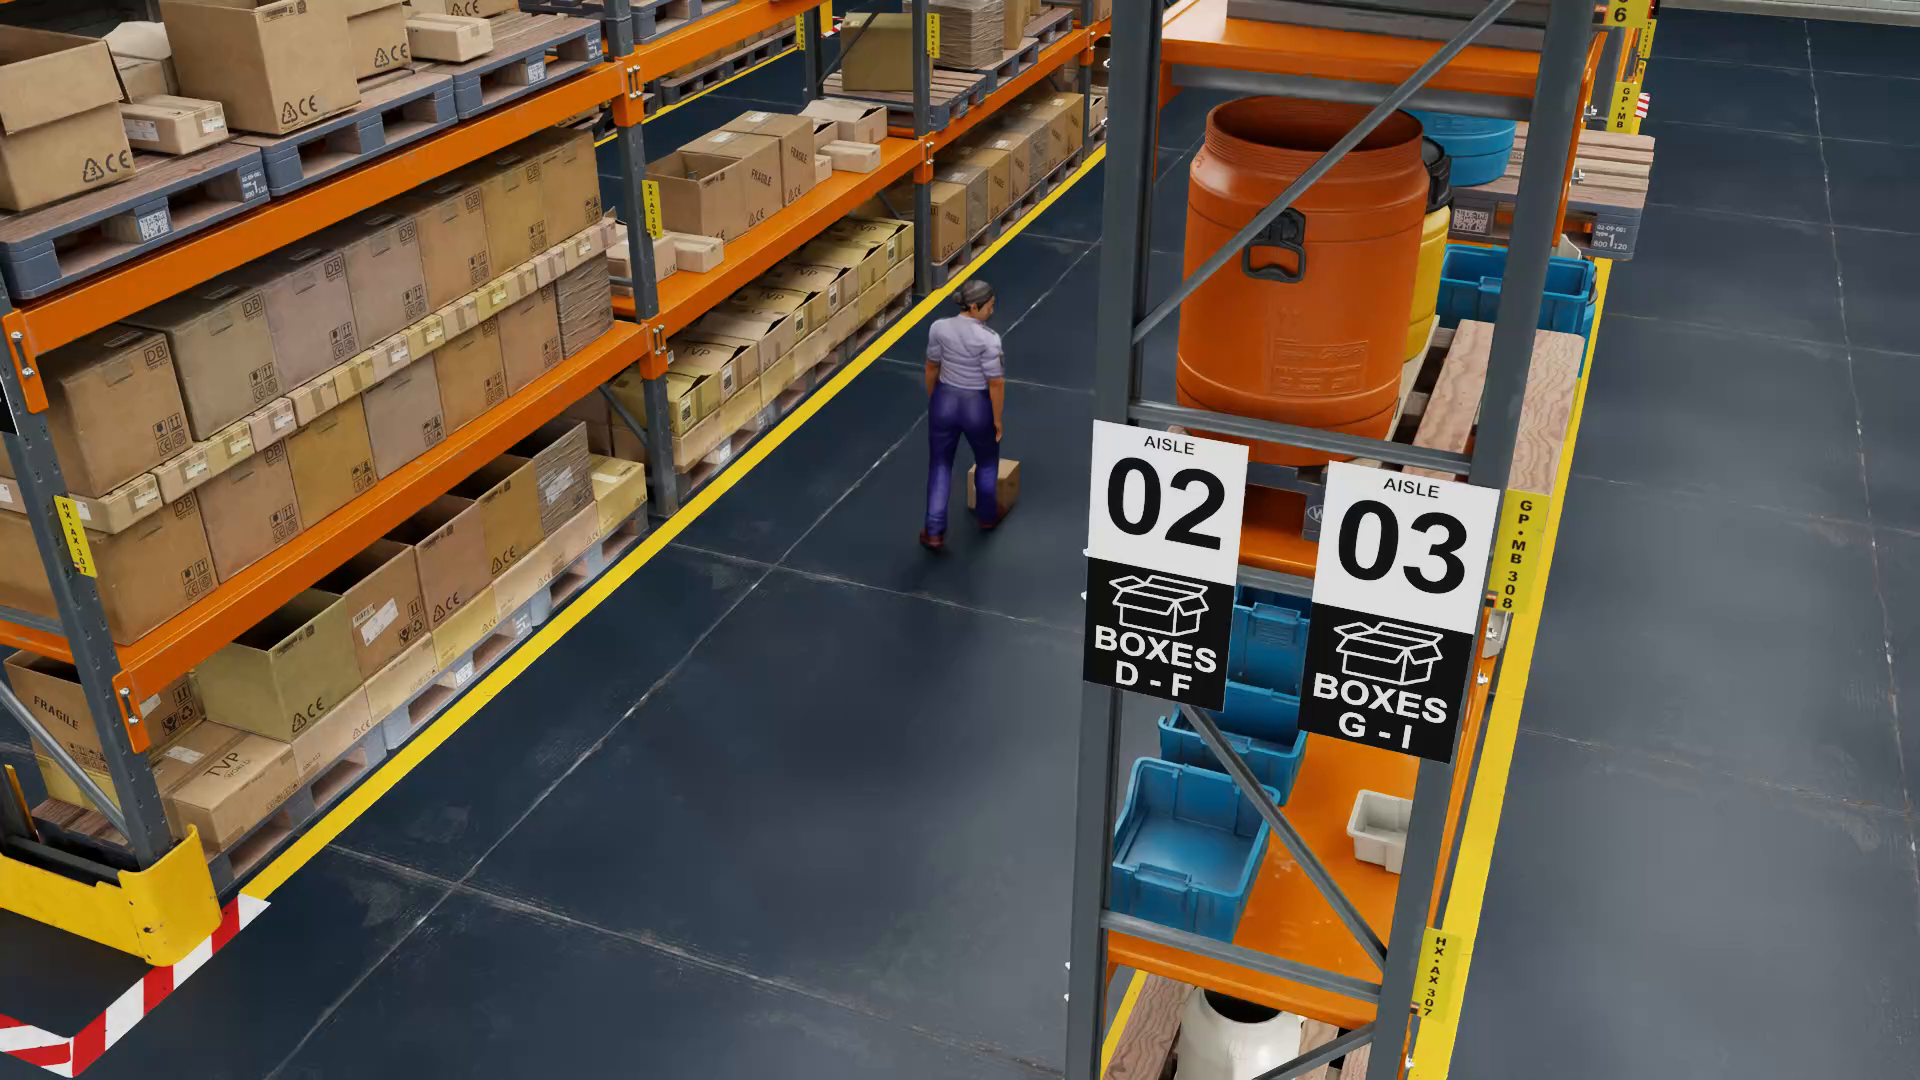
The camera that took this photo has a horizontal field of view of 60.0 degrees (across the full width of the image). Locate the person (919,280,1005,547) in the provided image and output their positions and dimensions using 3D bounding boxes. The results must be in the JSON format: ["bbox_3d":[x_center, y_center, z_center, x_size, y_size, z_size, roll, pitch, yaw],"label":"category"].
[{"bbox_3d":[0.034,-0.753,9.696,0.509,1.630,0.740,8,31,14],"label":"person"}]
